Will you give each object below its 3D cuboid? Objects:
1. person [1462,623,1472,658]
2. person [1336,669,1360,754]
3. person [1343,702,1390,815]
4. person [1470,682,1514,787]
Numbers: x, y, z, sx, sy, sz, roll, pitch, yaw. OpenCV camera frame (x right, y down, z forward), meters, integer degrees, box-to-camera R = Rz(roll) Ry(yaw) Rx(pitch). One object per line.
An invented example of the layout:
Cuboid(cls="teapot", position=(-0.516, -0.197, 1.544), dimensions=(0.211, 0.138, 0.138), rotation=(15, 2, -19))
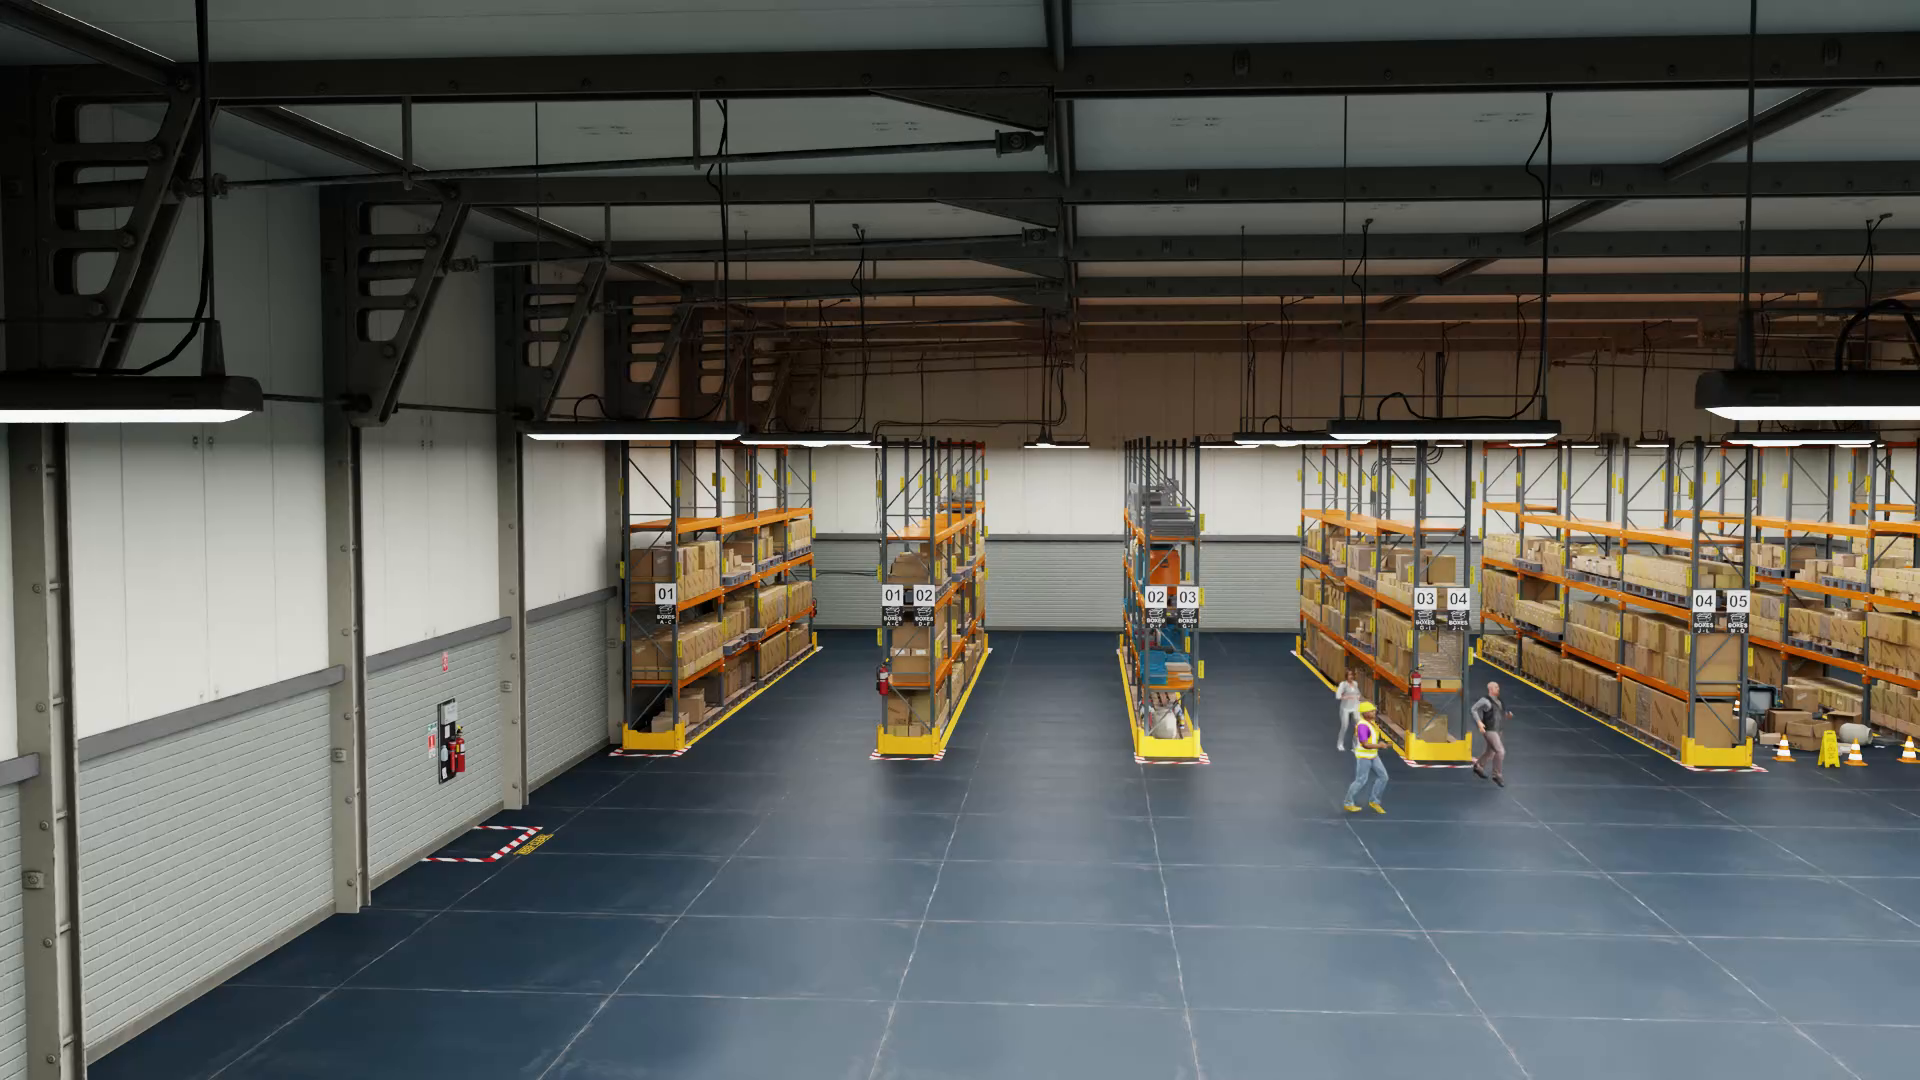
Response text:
Cuboid(cls="person", position=(12.970, 2.600, 43.121), dimensions=(0.571, 1.667, 0.843), rotation=(1, 3, 13))
Cuboid(cls="person", position=(7.319, 3.254, 31.314), dimensions=(0.537, 1.666, 0.636), rotation=(-1, 3, -9))
Cuboid(cls="person", position=(6.405, 3.436, 26.113), dimensions=(0.747, 1.796, 0.682), rotation=(2, 4, 30))
Cuboid(cls="person", position=(9.158, 3.326, 28.618), dimensions=(0.632, 1.774, 0.785), rotation=(-3, 4, -41))
